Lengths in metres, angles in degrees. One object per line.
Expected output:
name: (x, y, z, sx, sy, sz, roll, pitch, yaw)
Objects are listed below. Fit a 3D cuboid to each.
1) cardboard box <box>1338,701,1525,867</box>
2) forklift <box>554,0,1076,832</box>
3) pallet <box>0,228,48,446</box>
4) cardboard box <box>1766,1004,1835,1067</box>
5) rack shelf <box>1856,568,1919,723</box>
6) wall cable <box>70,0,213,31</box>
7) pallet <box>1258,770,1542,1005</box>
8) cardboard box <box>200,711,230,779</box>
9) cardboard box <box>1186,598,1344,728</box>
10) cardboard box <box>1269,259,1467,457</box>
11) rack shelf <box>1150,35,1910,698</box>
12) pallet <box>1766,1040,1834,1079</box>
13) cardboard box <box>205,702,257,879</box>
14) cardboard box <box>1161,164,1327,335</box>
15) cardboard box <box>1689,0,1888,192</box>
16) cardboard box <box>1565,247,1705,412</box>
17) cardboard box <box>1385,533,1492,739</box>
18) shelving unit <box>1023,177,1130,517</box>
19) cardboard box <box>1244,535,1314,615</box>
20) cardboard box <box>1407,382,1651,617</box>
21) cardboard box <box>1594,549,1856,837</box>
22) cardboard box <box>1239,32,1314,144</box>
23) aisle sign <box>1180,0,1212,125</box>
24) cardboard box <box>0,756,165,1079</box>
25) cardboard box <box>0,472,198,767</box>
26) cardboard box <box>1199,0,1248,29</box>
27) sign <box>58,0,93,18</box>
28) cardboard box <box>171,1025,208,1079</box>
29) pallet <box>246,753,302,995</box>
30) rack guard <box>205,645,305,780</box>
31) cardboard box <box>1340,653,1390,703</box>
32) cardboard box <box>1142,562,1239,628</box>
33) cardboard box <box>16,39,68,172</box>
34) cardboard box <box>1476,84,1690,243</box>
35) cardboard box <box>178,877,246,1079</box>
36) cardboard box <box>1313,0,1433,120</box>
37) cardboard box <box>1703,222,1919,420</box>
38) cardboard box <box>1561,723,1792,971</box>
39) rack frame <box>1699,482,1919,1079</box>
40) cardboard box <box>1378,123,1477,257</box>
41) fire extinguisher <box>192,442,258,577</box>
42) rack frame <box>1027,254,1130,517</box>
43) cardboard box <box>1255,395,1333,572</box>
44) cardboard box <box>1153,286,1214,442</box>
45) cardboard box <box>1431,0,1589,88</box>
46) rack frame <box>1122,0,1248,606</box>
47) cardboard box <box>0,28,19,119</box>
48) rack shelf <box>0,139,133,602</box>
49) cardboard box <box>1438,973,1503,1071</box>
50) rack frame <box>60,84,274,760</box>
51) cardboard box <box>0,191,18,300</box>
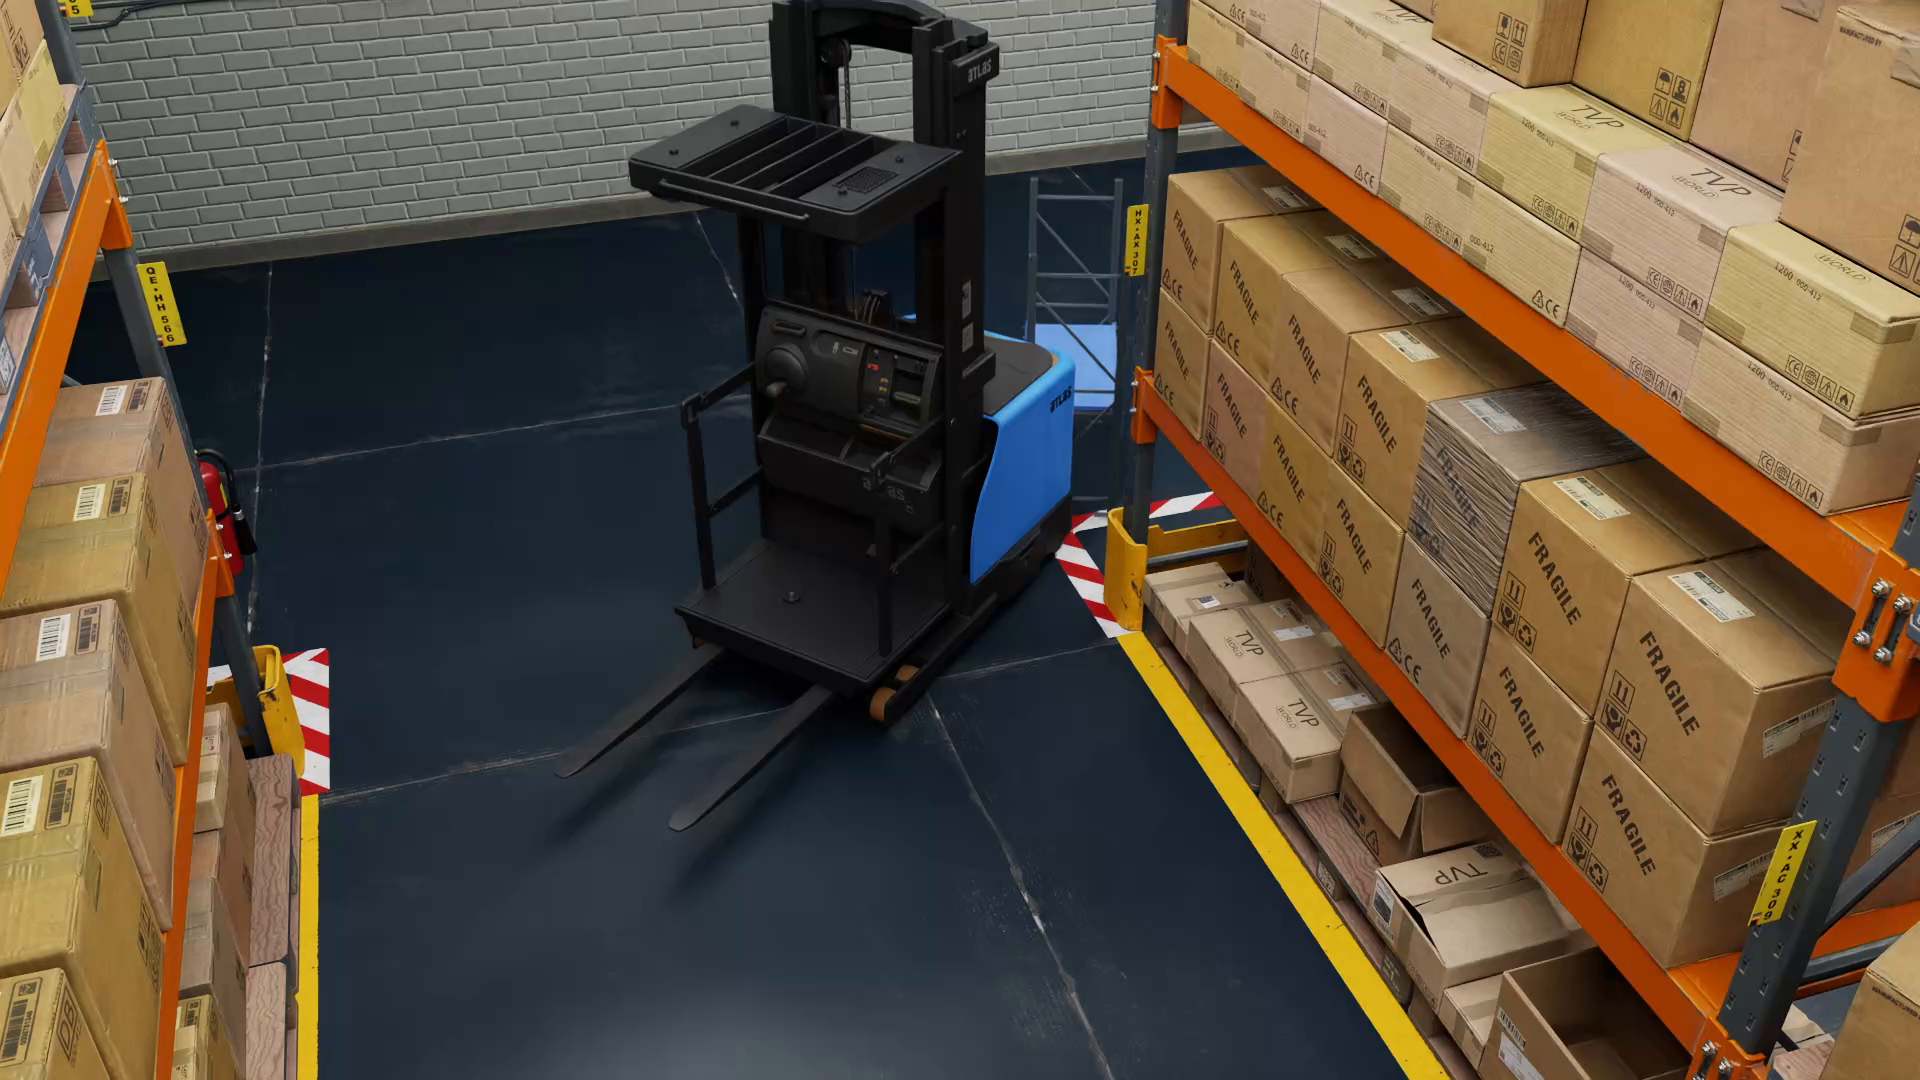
cardboard box: (1.925, 0.947, 6.461, 0.797, 0.503, 0.637, -10, 35, -15)
forklift: (-0.612, -0.688, 7.132, 1.130, 2.935, 3.031, 19, 38, 26)
pallet: (-2.821, -0.376, 3.957, 1.003, 0.211, 1.213, -10, 35, -15)
cardboard box: (2.581, 1.756, 5.411, 0.500, 0.311, 0.500, -10, 35, -15)
rack shelf: (3.113, 1.173, 2.185, 1.077, 0.370, 4.000, -10, 35, -15)
wall cable: (-4.818, -4.428, 10.104, 3.097, 2.526, 0.112, -10, 35, -15)
pallet: (1.919, 1.236, 6.689, 1.003, 0.211, 1.213, -10, 35, -15)
cardboard box: (-2.912, 0.794, 6.126, 0.380, 0.149, 0.250, -10, 35, -15)
cardboard box: (1.331, 0.534, 7.316, 0.500, 0.250, 0.500, -10, 35, -15)
cardboard box: (1.482, -0.670, 6.046, 0.500, 0.500, 0.500, -10, 35, -14)
rack shelf: (1.893, -0.927, 5.363, 1.077, 0.370, 4.000, -10, 35, -15)
pallet: (2.643, 1.593, 3.793, 1.003, 0.211, 1.213, -10, 35, -15)
cardboard box: (-3.125, 1.028, 6.360, 0.700, 0.500, 0.500, -10, 35, -15)
cardboard box: (1.167, -1.207, 6.858, 0.500, 0.500, 0.500, -9, 35, -13)
cardboard box: (2.301, -1.171, 4.083, 0.700, 0.500, 0.500, -10, 35, -15)
cardboard box: (1.959, -0.589, 4.336, 0.500, 0.250, 0.500, -10, 35, -15)
cardboard box: (1.789, 0.274, 5.524, 0.500, 0.500, 0.500, -9, 35, -14)
shelving unit: (0.607, -1.042, 8.966, 0.538, 1.500, 1.048, 1, 33, 2)
cardboard box: (1.684, 0.078, 7.780, 0.500, 0.500, 0.500, -10, 35, -15)
cardboard box: (1.790, -0.139, 5.242, 0.500, 0.500, 0.500, -10, 35, -14)
cardboard box: (2.103, 0.394, 4.436, 0.500, 0.500, 0.500, -10, 35, -14)
cardboard box: (1.338, -1.637, 5.922, 0.500, 0.250, 0.500, -10, 35, -15)
aisle sign: (0.983, -2.097, 6.844, 0.394, 0.787, 0.004, -10, 35, -15)
cardboard box: (-2.581, 1.113, 4.073, 0.980, 0.700, 0.700, -11, 35, -16)
cardboard box: (-3.036, 0.331, 5.257, 0.980, 0.700, 0.700, -10, 35, -15)
cardboard box: (1.192, -2.109, 6.183, 0.500, 0.250, 0.500, -10, 35, -15)
sign: (-2.912, -1.862, 5.395, 0.100, 0.325, 0.005, -10, 35, -15)
cardboard box: (-2.434, 1.612, 4.887, 0.380, 0.149, 0.250, -11, 35, -16)
pallet: (-3.115, 1.380, 6.471, 1.003, 0.211, 1.213, -10, 35, -15)
rack guard: (-3.441, 0.840, 7.026, 1.175, 0.500, 0.348, -10, 35, -15)
cardboard box: (1.945, 0.686, 7.086, 0.500, 0.250, 0.500, -10, 35, -15)
cardboard box: (1.084, 0.258, 7.826, 0.380, 0.149, 0.250, -10, 35, -15)
cardboard box: (-2.957, -1.256, 4.874, 0.500, 0.250, 0.500, -9, 35, -13)
cardboard box: (1.797, -1.058, 4.593, 0.500, 0.250, 0.500, -10, 35, -15)
cardboard box: (-2.818, 1.555, 5.563, 0.700, 0.500, 0.500, -11, 35, -16)
cardboard box: (1.496, -1.584, 5.389, 0.500, 0.250, 0.500, -10, 35, -15)
cardboard box: (2.096, -0.532, 3.797, 0.500, 0.250, 0.500, -10, 35, -15)
cardboard box: (2.106, 0.814, 4.707, 0.500, 0.500, 0.500, -9, 35, -14)
rack frame: (2.503, 1.075, 4.403, 1.000, 3.000, 0.127, -10, 35, -15)
cardboard box: (1.651, -1.114, 5.130, 0.500, 0.250, 0.500, -10, 35, -15)
fire extinguisher: (-3.040, -0.159, 6.679, 0.296, 0.674, 0.183, -10, 35, -15)
rack frame: (0.586, -0.762, 8.542, 0.500, 1.500, 0.032, 1, 33, 2)
cardboard box: (1.480, -0.256, 6.326, 0.500, 0.500, 0.500, -10, 35, -15)
cardboard box: (1.167, -0.790, 7.134, 0.500, 0.500, 0.500, -9, 35, -14)
cardboard box: (1.845, -1.669, 4.837, 0.700, 0.500, 0.500, -10, 35, -15)
rack frame: (1.283, -1.025, 7.581, 1.000, 3.000, 0.127, -10, 35, -15)
cardboard box: (-2.808, -1.306, 4.269, 0.500, 0.500, 0.500, -9, 35, -13)
rack shelf: (-2.823, -0.092, 4.100, 1.077, 0.370, 4.000, -10, 35, -15)
cardboard box: (1.888, 1.642, 5.731, 0.380, 0.149, 0.250, -10, 35, -15)
rack frame: (-3.433, -0.190, 6.317, 1.000, 3.000, 0.127, -10, 35, -15)
cardboard box: (-2.634, -0.711, 4.049, 0.500, 0.250, 0.500, -11, 35, -16)
